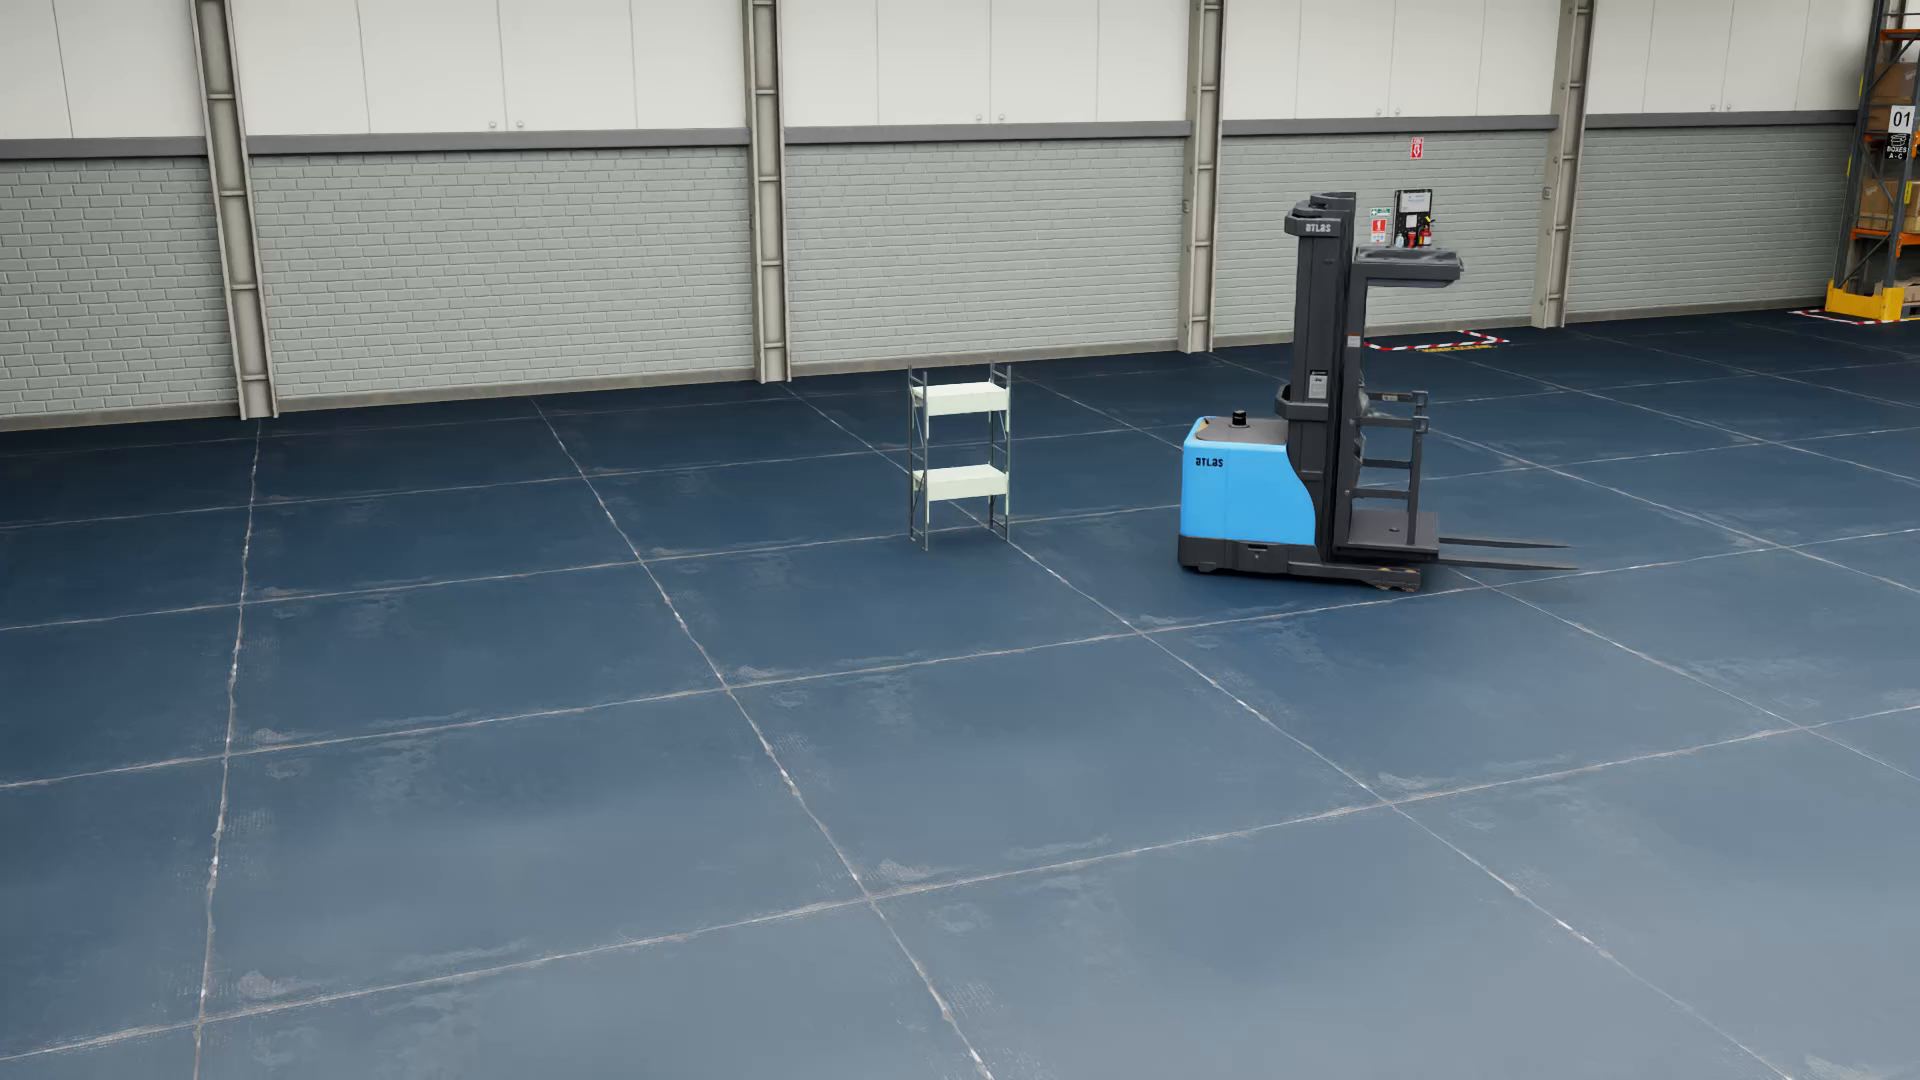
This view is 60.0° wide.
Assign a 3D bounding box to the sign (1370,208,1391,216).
[{"bbox_3d":[5.984,-4.667,23.662,0.331,0.109,0.001,-6,17,-20],"label":"sign"}]

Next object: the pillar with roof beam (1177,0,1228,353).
[{"bbox_3d":[4.789,-5.806,17.897,0.400,9.000,9.100,-6,17,-20],"label":"pillar with roof beam"}]

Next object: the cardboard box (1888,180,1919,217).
[{"bbox_3d":[14.663,-5.238,25.512,0.500,0.500,0.500,-6,17,-20],"label":"cardboard box"}]

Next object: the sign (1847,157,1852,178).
[{"bbox_3d":[13.930,-5.827,26.001,0.005,0.325,0.100,-6,17,-20],"label":"sign"}]

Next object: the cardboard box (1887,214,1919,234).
[{"bbox_3d":[14.679,-4.875,25.606,0.500,0.250,0.500,-7,18,-22],"label":"cardboard box"}]

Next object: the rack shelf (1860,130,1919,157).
[{"bbox_3d":[15.977,-6.267,26.070,4.000,0.370,1.077,-6,17,-20],"label":"rack shelf"}]

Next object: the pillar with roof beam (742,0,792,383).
[{"bbox_3d":[-0.814,-5.201,15.837,0.400,9.000,9.100,-6,17,-20],"label":"pillar with roof beam"}]

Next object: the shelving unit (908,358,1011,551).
[{"bbox_3d":[-0.006,-0.719,13.885,0.755,1.500,0.431,-6,17,-20],"label":"shelving unit"}]

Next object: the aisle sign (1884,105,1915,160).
[{"bbox_3d":[14.150,-6.133,25.045,0.004,0.787,0.394,-6,17,-20],"label":"aisle sign"}]

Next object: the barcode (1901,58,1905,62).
[{"bbox_3d":[14.594,-7.429,25.734,0.075,0.075,0.001,-6,17,-20],"label":"barcode"}]

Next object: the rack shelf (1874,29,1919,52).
[{"bbox_3d":[15.977,-7.705,25.648,4.000,0.370,1.077,-6,17,-20],"label":"rack shelf"}]

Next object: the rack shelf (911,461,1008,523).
[{"bbox_3d":[-0.006,-0.406,13.976,0.720,0.370,0.431,-6,17,-20],"label":"rack shelf"}]

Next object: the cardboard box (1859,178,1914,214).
[{"bbox_3d":[14.474,-5.372,25.969,0.500,0.500,0.500,-6,18,-21],"label":"cardboard box"}]

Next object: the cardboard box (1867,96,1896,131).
[{"bbox_3d":[14.409,-6.577,25.635,0.500,0.500,0.500,-5,17,-16],"label":"cardboard box"}]

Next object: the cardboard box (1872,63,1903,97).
[{"bbox_3d":[14.419,-7.060,25.506,0.500,0.500,0.500,-5,17,-18],"label":"cardboard box"}]

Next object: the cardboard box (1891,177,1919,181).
[{"bbox_3d":[14.947,-5.421,26.133,0.500,0.500,0.500,-6,17,-19],"label":"cardboard box"}]

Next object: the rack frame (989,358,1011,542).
[{"bbox_3d":[0.336,-0.756,14.010,0.023,1.500,0.400,-6,17,-20],"label":"rack frame"}]

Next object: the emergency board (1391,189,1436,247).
[{"bbox_3d":[6.530,-4.426,23.845,0.643,1.169,0.194,-6,17,-20],"label":"emergency board"}]

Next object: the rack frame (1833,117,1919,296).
[{"bbox_3d":[14.110,-4.972,25.704,0.127,3.000,1.000,-6,17,-20],"label":"rack frame"}]

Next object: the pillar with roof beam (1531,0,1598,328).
[{"bbox_3d":[10.392,-6.411,19.957,0.400,9.000,9.100,-6,17,-20],"label":"pillar with roof beam"}]

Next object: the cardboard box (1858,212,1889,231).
[{"bbox_3d":[14.477,-5.007,26.057,0.500,0.250,0.500,-6,17,-19],"label":"cardboard box"}]

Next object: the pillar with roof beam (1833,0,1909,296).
[{"bbox_3d":[15.994,-7.016,22.017,0.400,9.000,9.100,-6,17,-20],"label":"pillar with roof beam"}]

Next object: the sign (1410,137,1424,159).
[{"bbox_3d":[6.487,-5.563,23.605,0.199,0.298,0.001,-6,17,-20],"label":"sign"}]

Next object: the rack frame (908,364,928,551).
[{"bbox_3d":[-0.348,-0.682,13.759,0.023,1.500,0.400,-6,17,-20],"label":"rack frame"}]

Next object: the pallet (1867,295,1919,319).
[{"bbox_3d":[14.952,-3.714,26.371,1.213,0.211,1.003,-6,17,-20],"label":"pallet"}]

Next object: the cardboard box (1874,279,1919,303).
[{"bbox_3d":[14.788,-3.939,26.178,0.500,0.311,0.500,-8,18,-26],"label":"cardboard box"}]

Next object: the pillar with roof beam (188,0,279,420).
[{"bbox_3d":[-6.417,-4.596,13.777,0.400,9.000,9.100,-6,17,-20],"label":"pillar with roof beam"}]

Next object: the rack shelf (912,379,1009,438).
[{"bbox_3d":[-0.006,-1.093,13.775,0.720,0.370,0.431,-6,17,-20],"label":"rack shelf"}]

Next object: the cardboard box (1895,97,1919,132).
[{"bbox_3d":[14.511,-6.436,25.156,0.500,0.500,0.500,-6,17,-19],"label":"cardboard box"}]

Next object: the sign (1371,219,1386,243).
[{"bbox_3d":[5.977,-4.414,23.743,0.234,0.329,0.001,-6,17,-20],"label":"sign"}]

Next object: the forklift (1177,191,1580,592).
[{"bbox_3d":[3.306,-1.176,12.901,3.031,2.935,1.130,4,17,14],"label":"forklift"}]

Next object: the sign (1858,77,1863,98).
[{"bbox_3d":[13.930,-6.984,25.661,0.005,0.325,0.100,-6,17,-20],"label":"sign"}]

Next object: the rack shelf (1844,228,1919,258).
[{"bbox_3d":[15.977,-4.828,26.492,4.000,0.370,1.077,-6,17,-20],"label":"rack shelf"}]

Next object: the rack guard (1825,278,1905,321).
[{"bbox_3d":[14.181,-3.780,26.083,0.348,0.500,1.175,-6,17,-20],"label":"rack guard"}]

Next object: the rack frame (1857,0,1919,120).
[{"bbox_3d":[14.110,-7.850,24.859,0.127,3.000,1.000,-6,17,-20],"label":"rack frame"}]

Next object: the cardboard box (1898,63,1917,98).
[{"bbox_3d":[14.556,-6.923,25.039,0.500,0.500,0.500,-8,18,-24],"label":"cardboard box"}]

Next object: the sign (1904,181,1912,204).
[{"bbox_3d":[14.304,-5.244,25.096,0.005,0.325,0.100,-6,17,-20],"label":"sign"}]

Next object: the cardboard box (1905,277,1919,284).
[{"bbox_3d":[15.320,-3.996,26.374,0.500,0.311,0.500,-5,17,-15],"label":"cardboard box"}]
